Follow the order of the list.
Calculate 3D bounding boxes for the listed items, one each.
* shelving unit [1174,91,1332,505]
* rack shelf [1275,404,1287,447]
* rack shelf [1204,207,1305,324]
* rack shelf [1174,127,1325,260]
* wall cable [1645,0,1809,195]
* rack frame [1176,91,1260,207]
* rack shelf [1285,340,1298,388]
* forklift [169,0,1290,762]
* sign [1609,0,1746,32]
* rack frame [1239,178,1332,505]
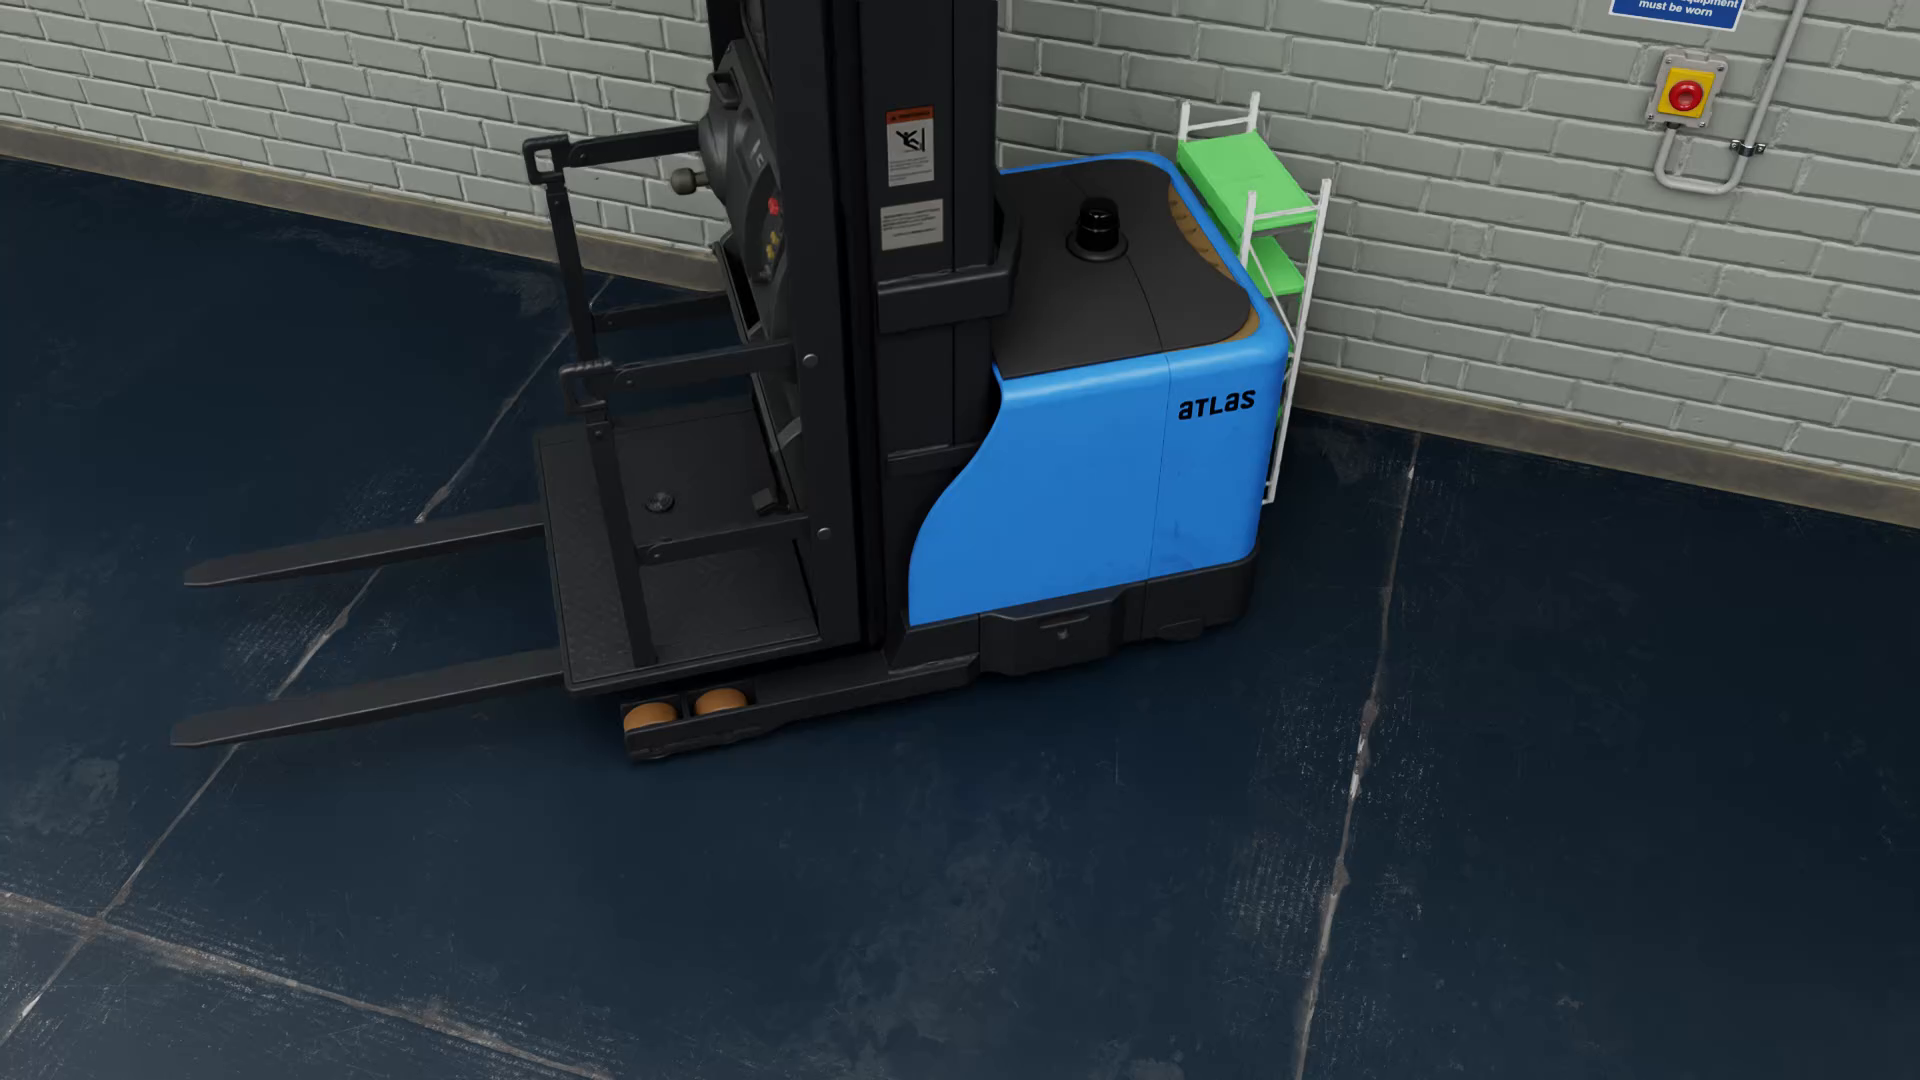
[{"bbox_3d":[0.829,-0.696,5.103,0.258,1.200,0.503,-11,46,-11],"label":"shelving unit"},{"bbox_3d":[0.829,-0.478,5.316,0.258,0.148,0.480,-11,46,-11],"label":"rack shelf"},{"bbox_3d":[0.829,-0.822,4.980,0.258,0.148,0.480,-11,46,-11],"label":"rack shelf"},{"bbox_3d":[0.829,-0.993,4.812,0.258,0.148,0.480,-11,46,-11],"label":"rack shelf"},{"bbox_3d":[1.949,-1.702,4.096,0.585,1.953,0.123,13,46,13],"label":"wall cable"},{"bbox_3d":[0.762,-0.860,5.271,0.240,1.200,0.015,-11,46,-11],"label":"rack frame"},{"bbox_3d":[0.829,-0.650,5.148,0.258,0.148,0.480,-11,46,-11],"label":"rack shelf"},{"bbox_3d":[-0.708,-0.850,4.023,3.031,2.935,1.130,-11,45,-11],"label":"forklift"},{"bbox_3d":[1.922,-1.475,4.420,0.327,0.218,0.001,13,46,13],"label":"sign"},{"bbox_3d":[0.897,-0.532,4.935,0.240,1.200,0.015,-11,46,-11],"label":"rack frame"}]
